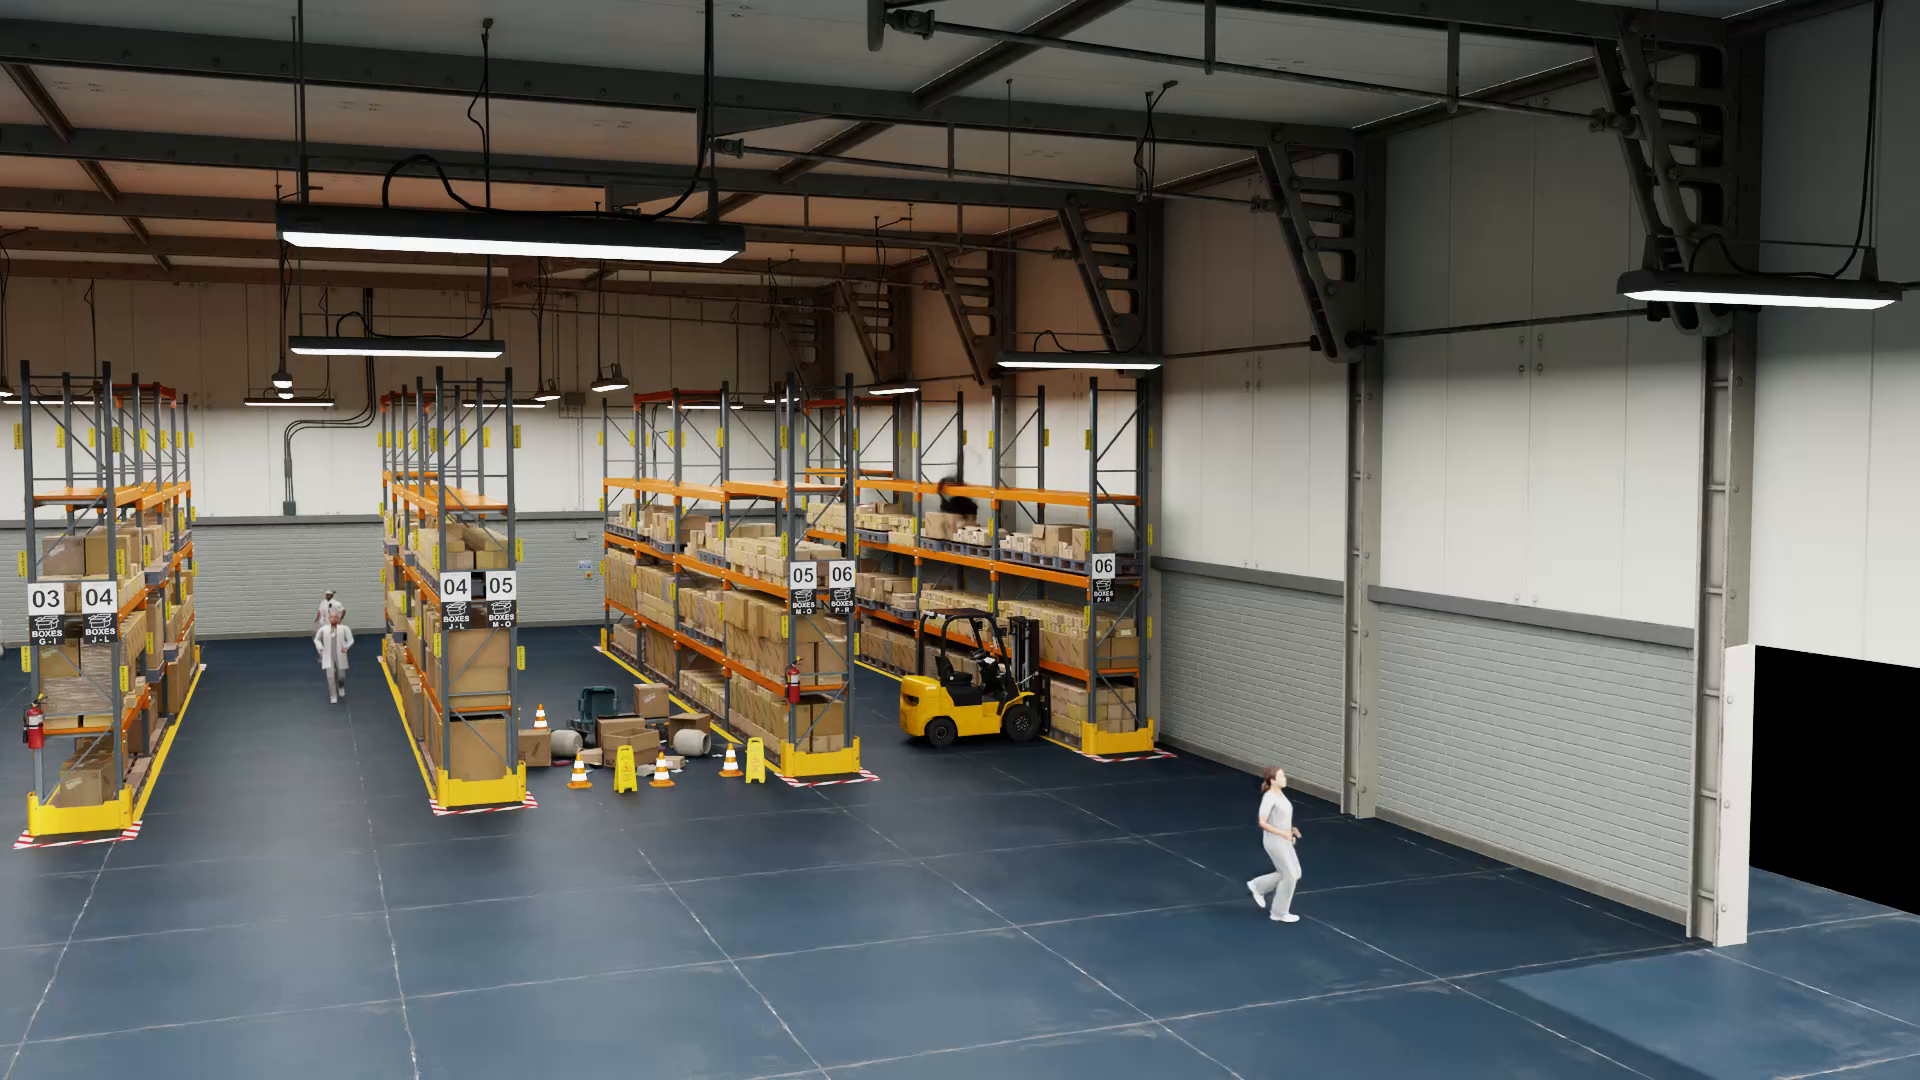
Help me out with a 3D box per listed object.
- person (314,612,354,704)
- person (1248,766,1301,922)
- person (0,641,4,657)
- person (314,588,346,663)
[{"bbox_3d":[-11.924,2.230,31.670,0.713,1.730,0.753,-1,4,-19],"label":"person"},{"bbox_3d":[3.263,3.147,17.304,0.593,1.617,0.562,2,4,29],"label":"person"},{"bbox_3d":[-17.422,2.335,29.694,0.625,1.834,0.758,-2,4,-36],"label":"person"},{"bbox_3d":[-14.268,1.926,37.556,0.665,1.692,0.660,2,4,24],"label":"person"}]
